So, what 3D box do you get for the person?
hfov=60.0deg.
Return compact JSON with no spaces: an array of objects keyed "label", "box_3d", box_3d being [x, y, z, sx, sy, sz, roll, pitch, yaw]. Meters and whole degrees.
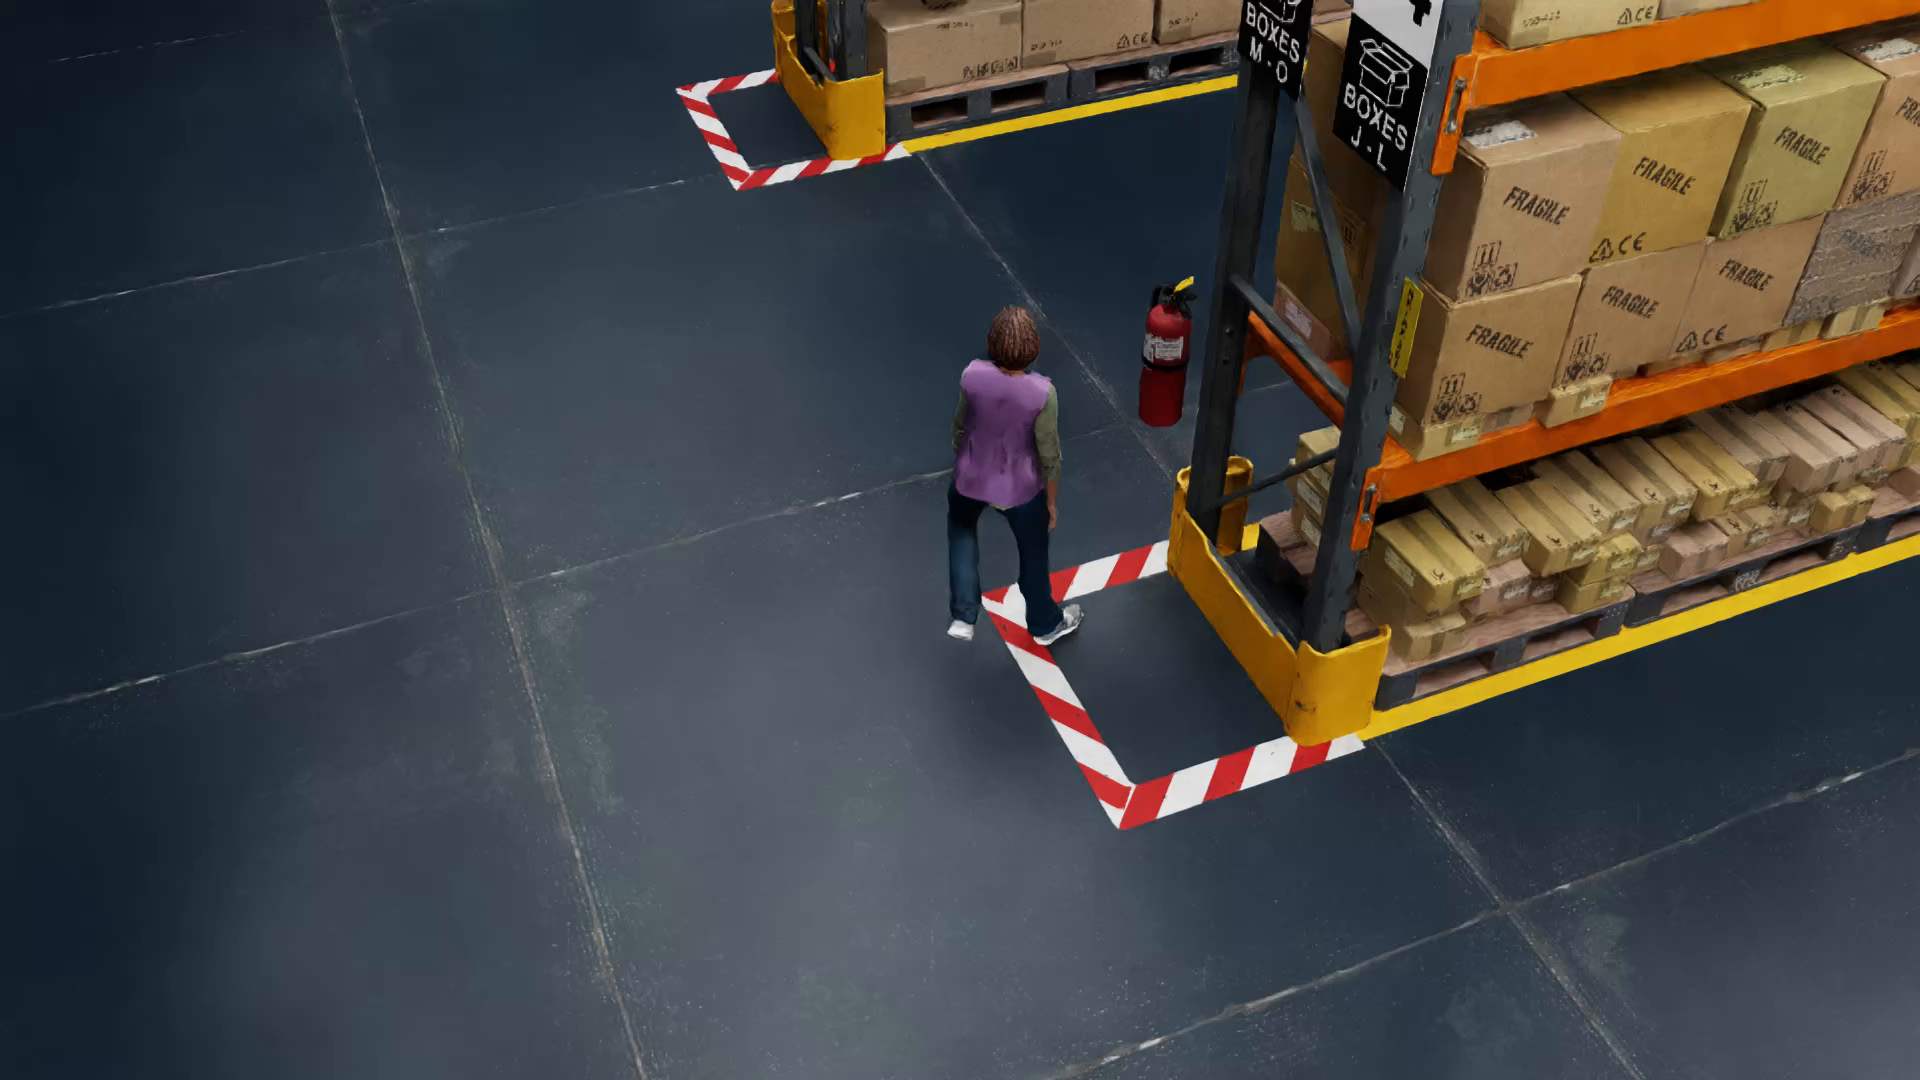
[{"label":"person","box_3d":[0.183,-0.174,6.331,0.559,1.594,0.498,12,44,13]}]
